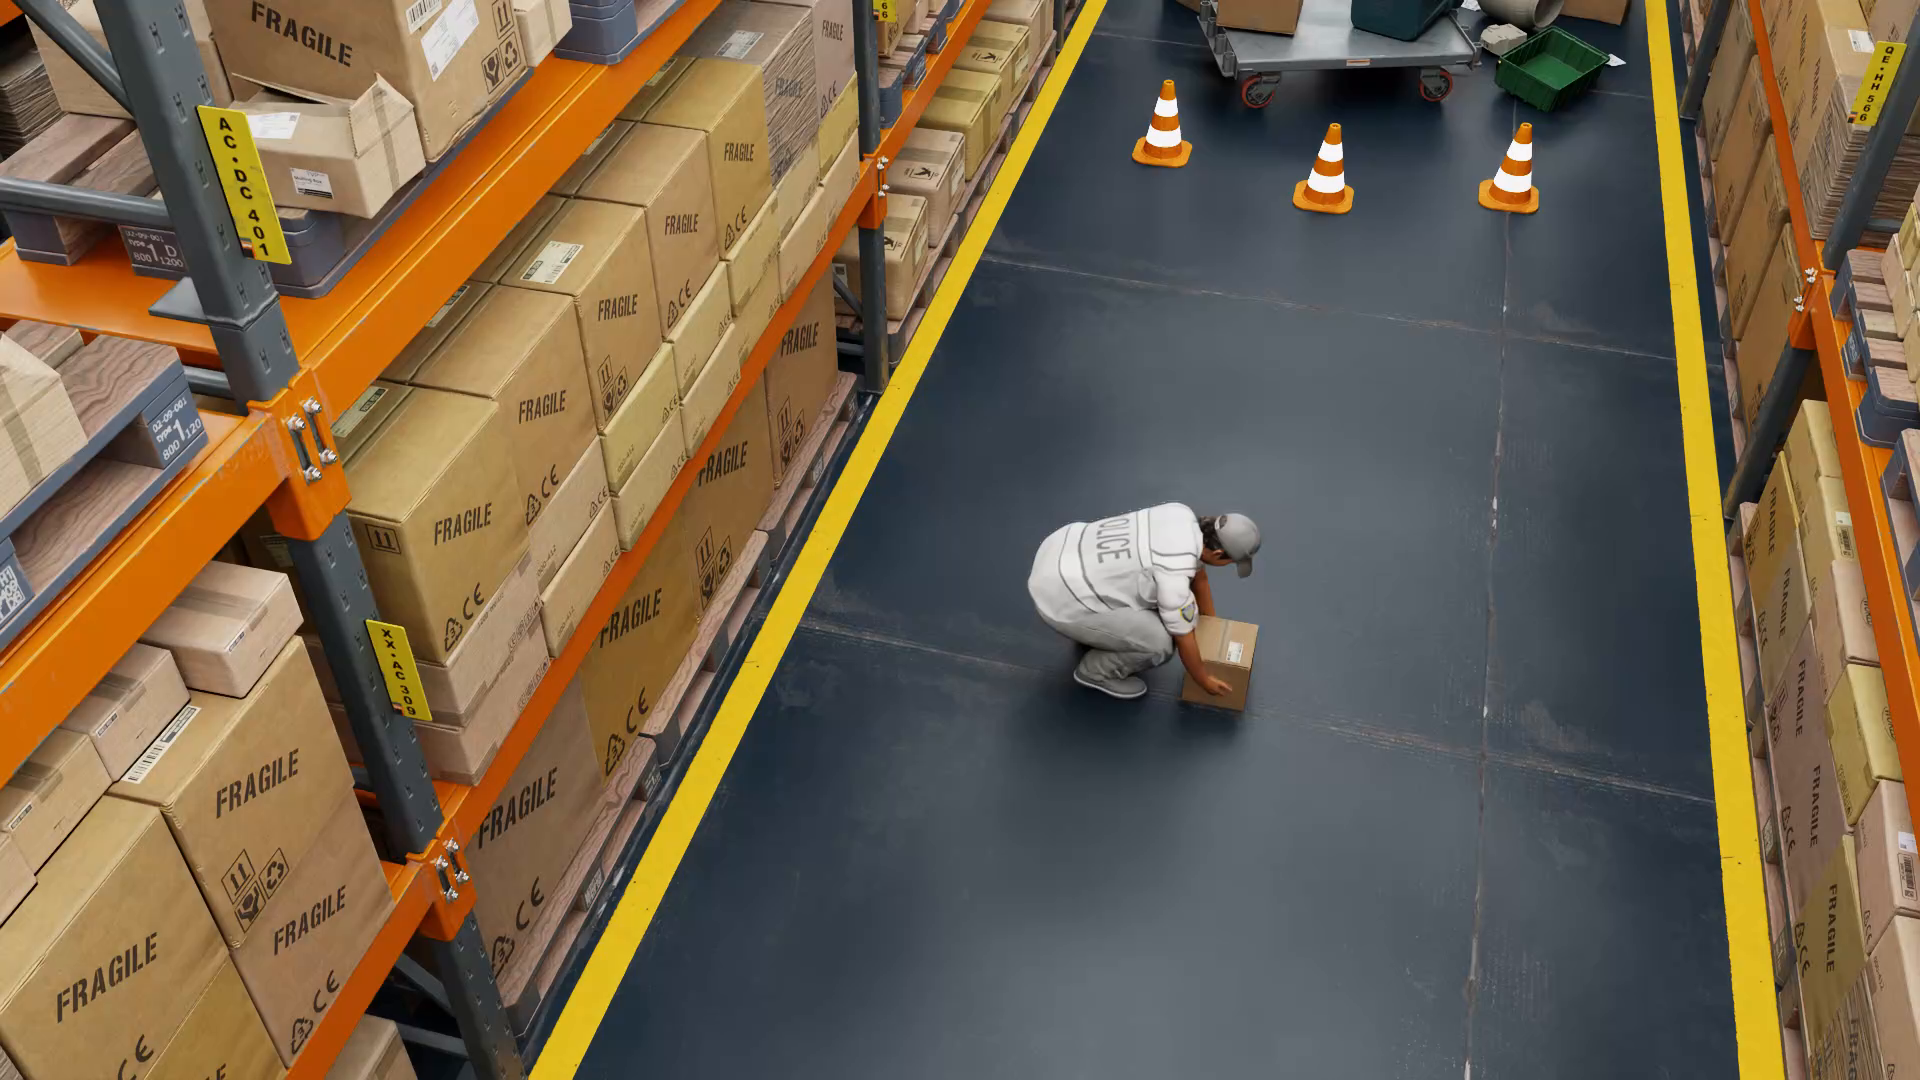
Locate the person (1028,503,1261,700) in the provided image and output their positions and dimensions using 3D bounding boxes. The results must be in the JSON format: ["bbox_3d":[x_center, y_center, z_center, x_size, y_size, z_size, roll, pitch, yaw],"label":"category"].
[{"bbox_3d":[0.710,0.206,6.558,0.867,0.837,0.517,10,42,11],"label":"person"}]
